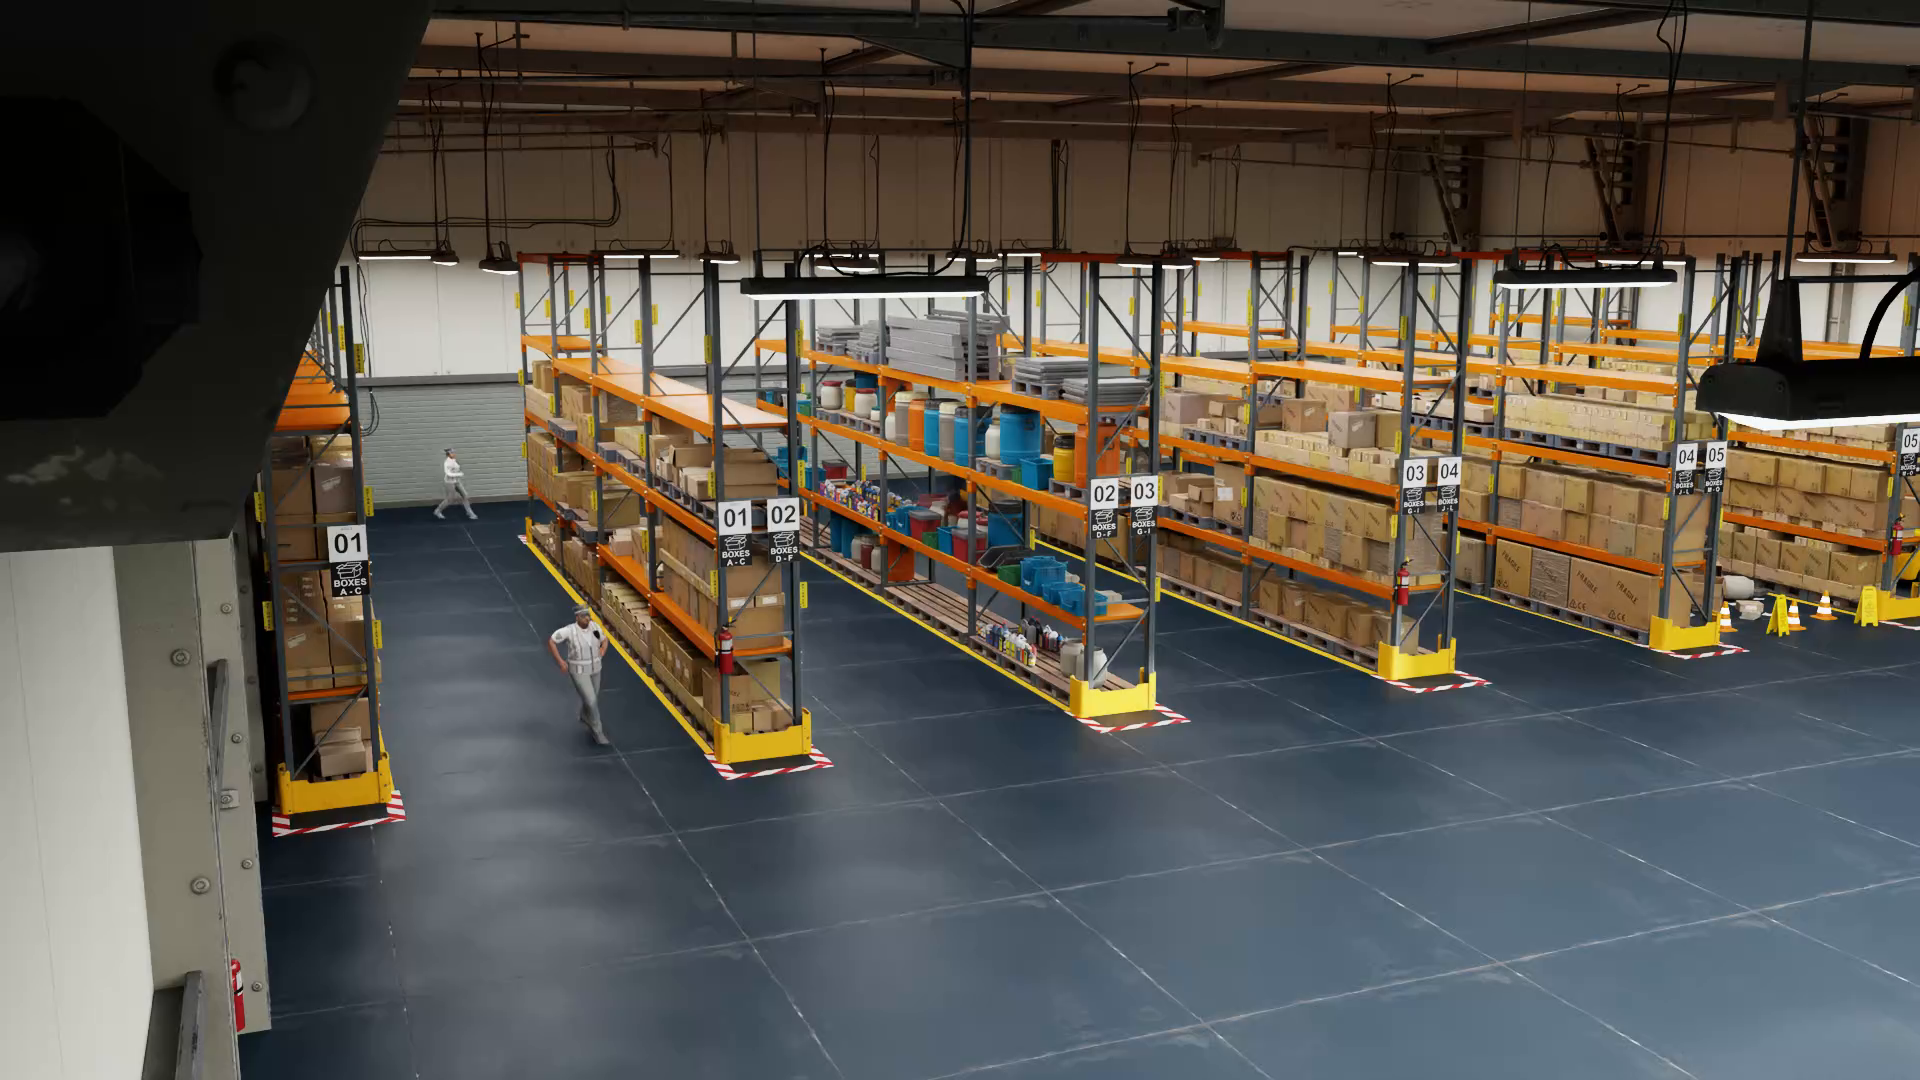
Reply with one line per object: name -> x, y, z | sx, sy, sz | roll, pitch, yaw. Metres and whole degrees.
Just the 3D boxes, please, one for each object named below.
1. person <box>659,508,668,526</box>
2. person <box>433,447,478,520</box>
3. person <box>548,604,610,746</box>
person -> -6.034, -0.604, 33.811 | 0.577, 1.690, 0.725 | -5, 11, -24
person -> -11.366, -1.260, 37.261 | 0.929, 1.692, 0.624 | 1, 10, 3
person -> -4.771, 1.677, 21.032 | 0.748, 1.833, 0.809 | -10, 14, -43
